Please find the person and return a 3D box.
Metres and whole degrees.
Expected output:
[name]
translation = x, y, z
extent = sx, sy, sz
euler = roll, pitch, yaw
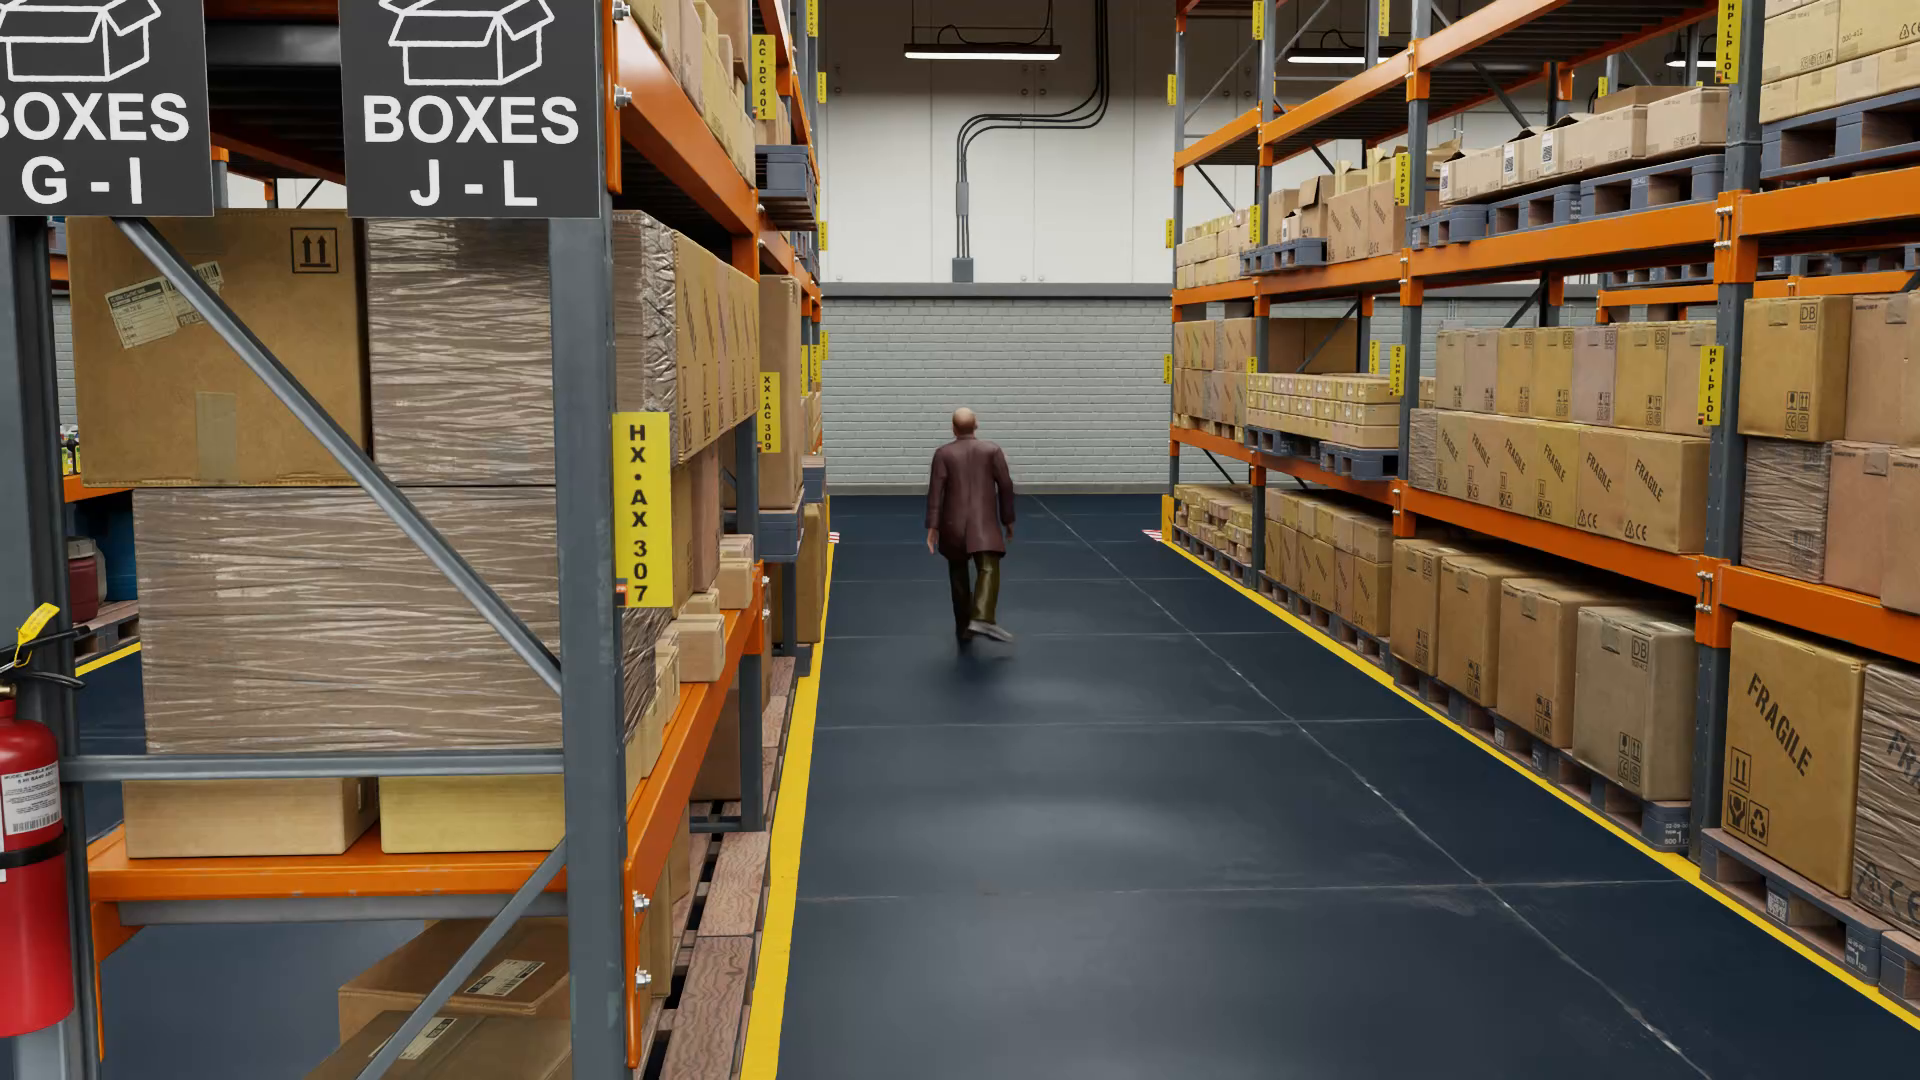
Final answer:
[person]
translation = 0.074, -0.094, 12.177
extent = 0.678, 1.729, 1.012
euler = 1, 7, 5
